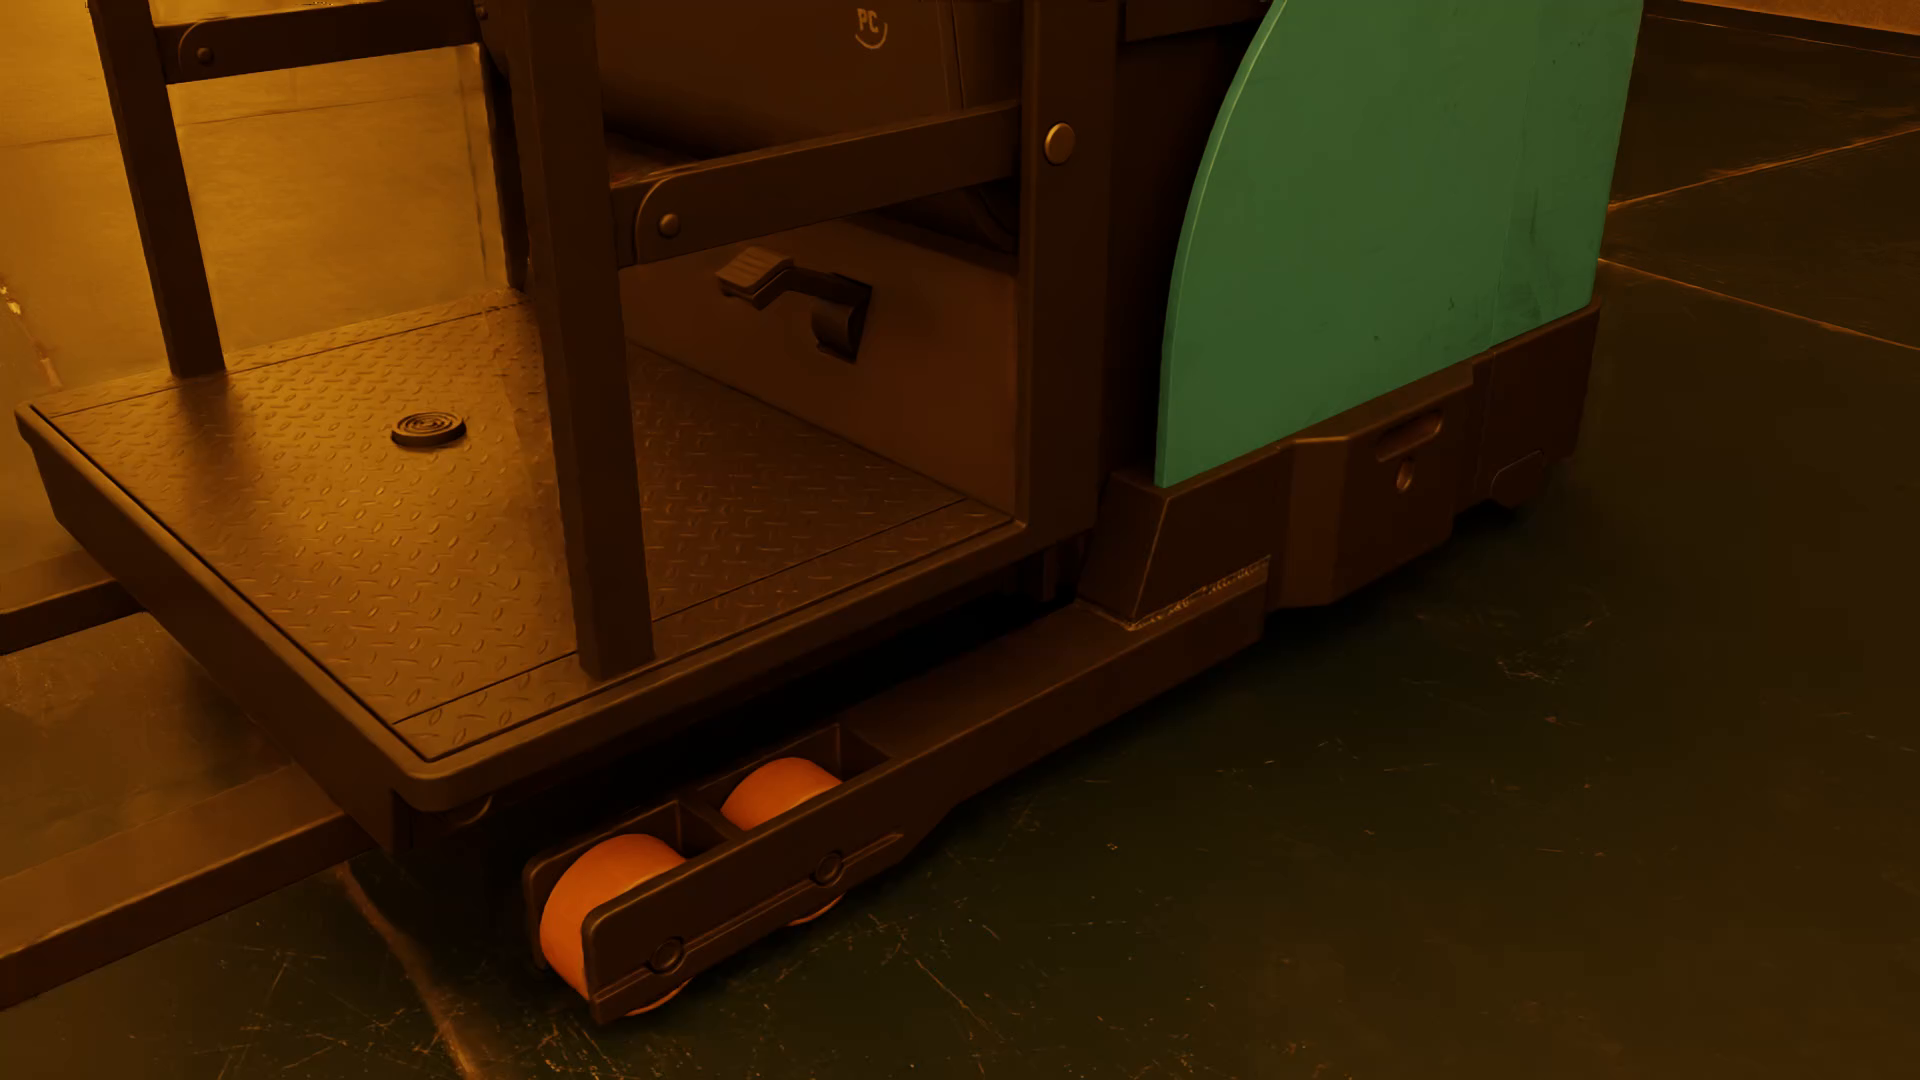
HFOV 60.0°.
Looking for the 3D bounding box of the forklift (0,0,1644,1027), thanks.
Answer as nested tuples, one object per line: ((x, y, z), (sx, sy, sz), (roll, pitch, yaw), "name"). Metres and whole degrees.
((-0.444, -1.121, 1.465), (3.031, 2.935, 1.130), (-22, 34, -37), "forklift")
